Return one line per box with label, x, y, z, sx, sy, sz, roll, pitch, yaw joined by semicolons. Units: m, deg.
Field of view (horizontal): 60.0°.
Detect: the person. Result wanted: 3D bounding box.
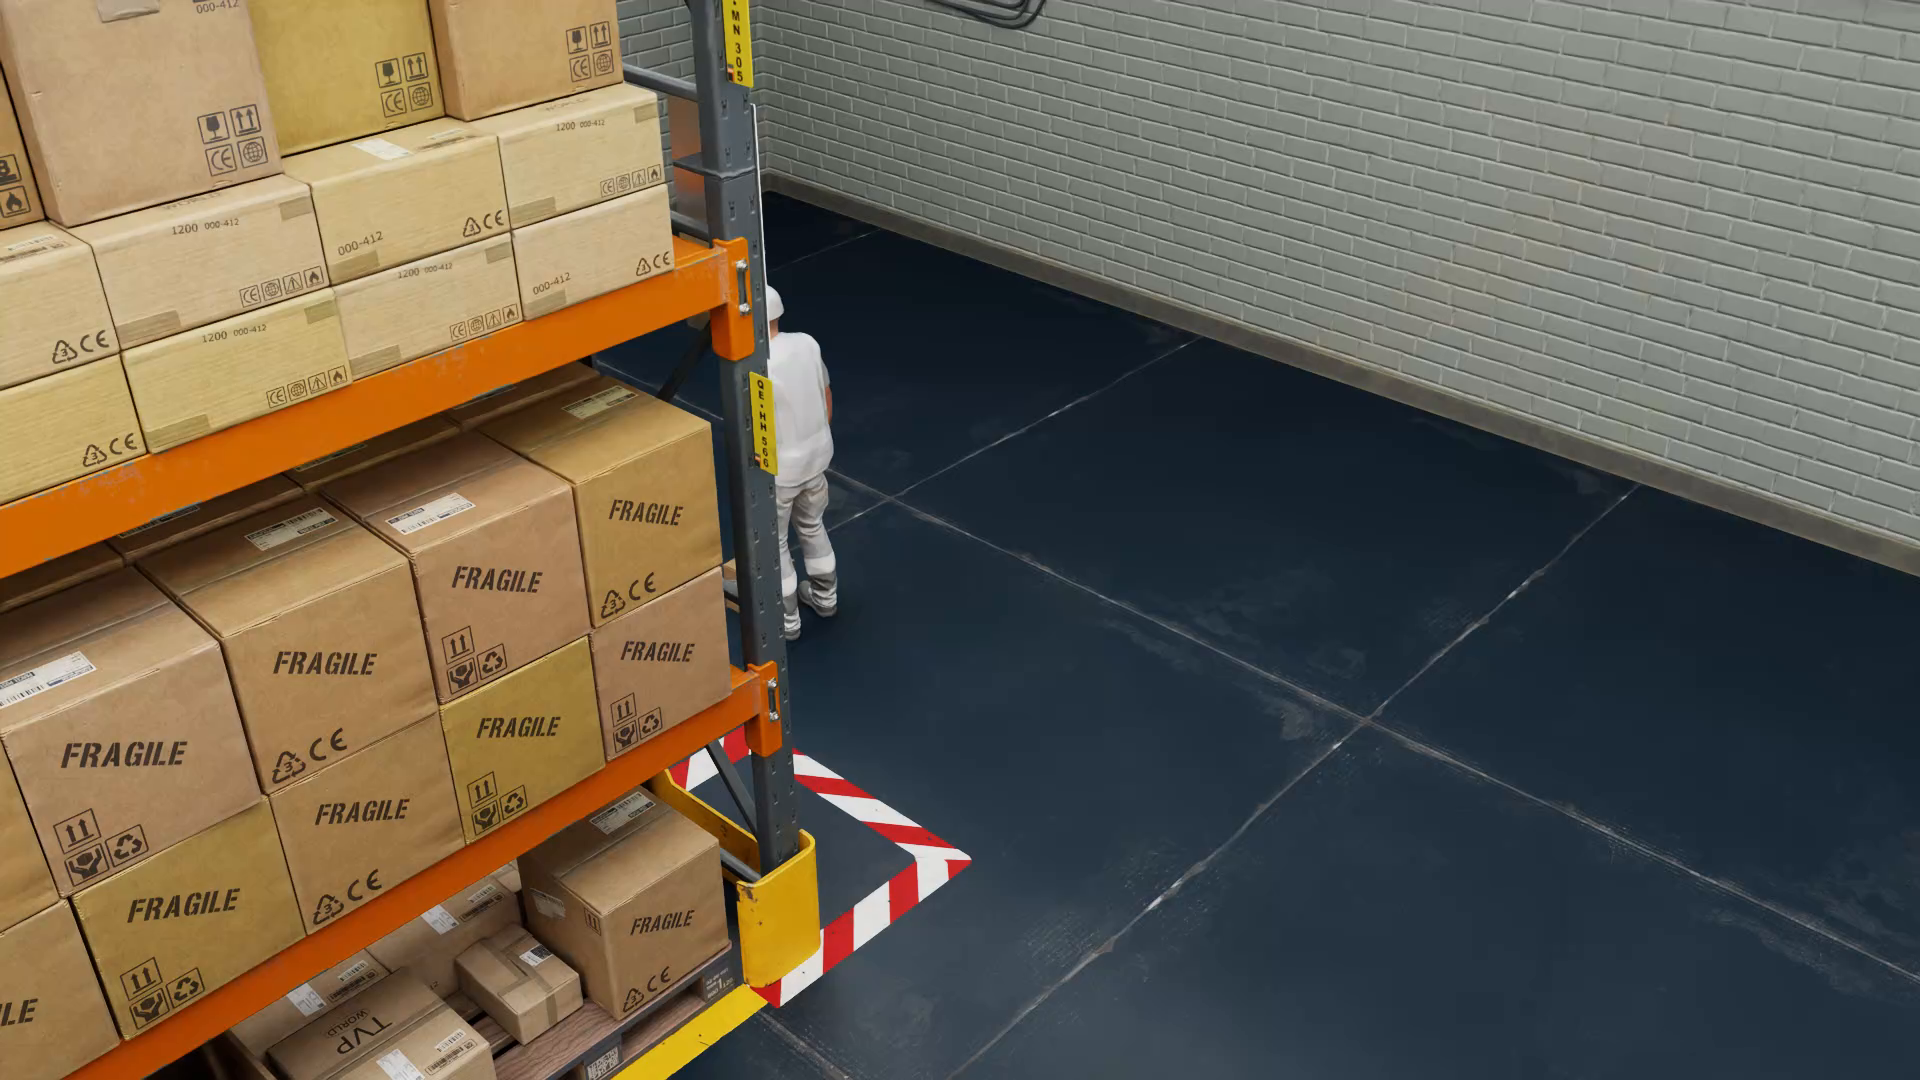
person;-0.826;-0.353;7.707;0.453;1.778;0.614;22;38;32
